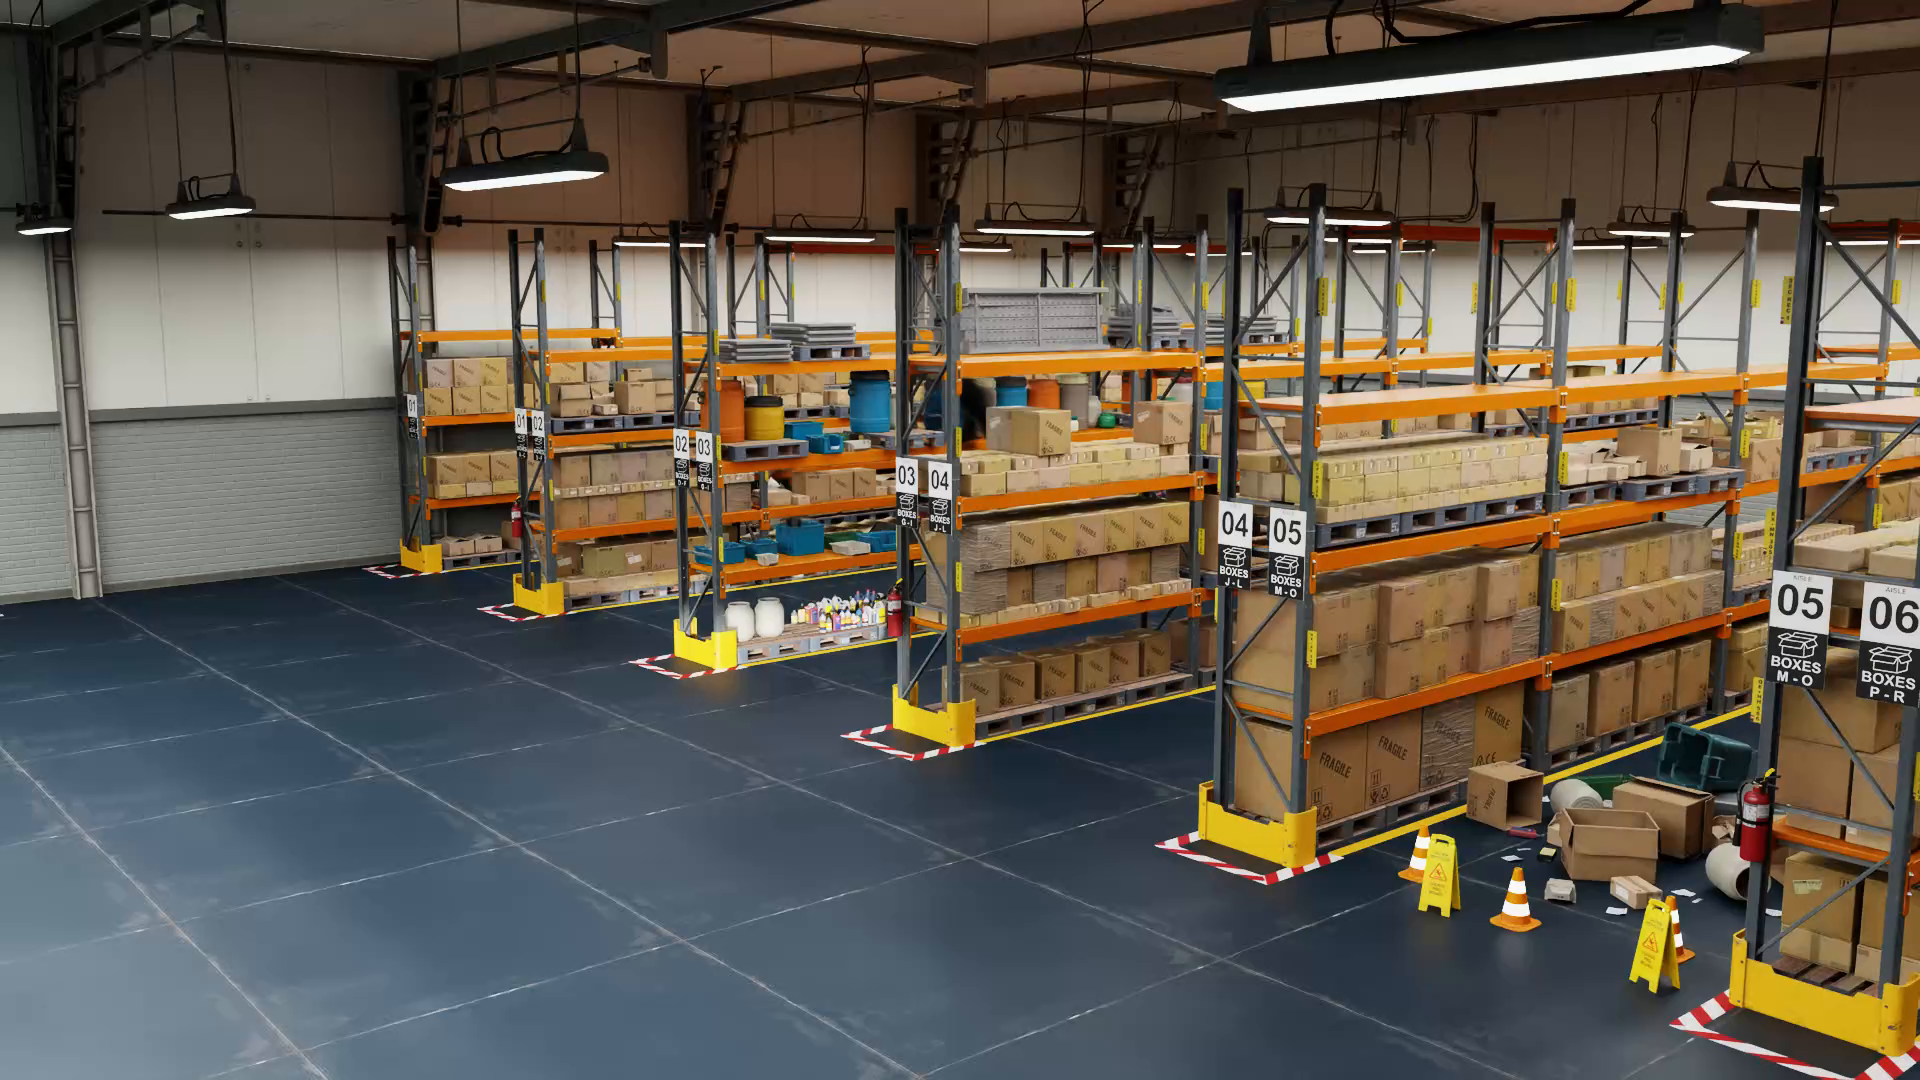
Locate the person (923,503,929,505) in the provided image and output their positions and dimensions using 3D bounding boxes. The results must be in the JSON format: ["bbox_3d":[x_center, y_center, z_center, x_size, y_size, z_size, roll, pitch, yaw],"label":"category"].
[{"bbox_3d":[-0.394,-0.264,28.217,0.533,1.606,0.760,8,12,41],"label":"person"}]

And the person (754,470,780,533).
[{"bbox_3d":[-3.567,-0.526,31.183,1.032,1.754,0.711,-7,11,-38],"label":"person"}]
